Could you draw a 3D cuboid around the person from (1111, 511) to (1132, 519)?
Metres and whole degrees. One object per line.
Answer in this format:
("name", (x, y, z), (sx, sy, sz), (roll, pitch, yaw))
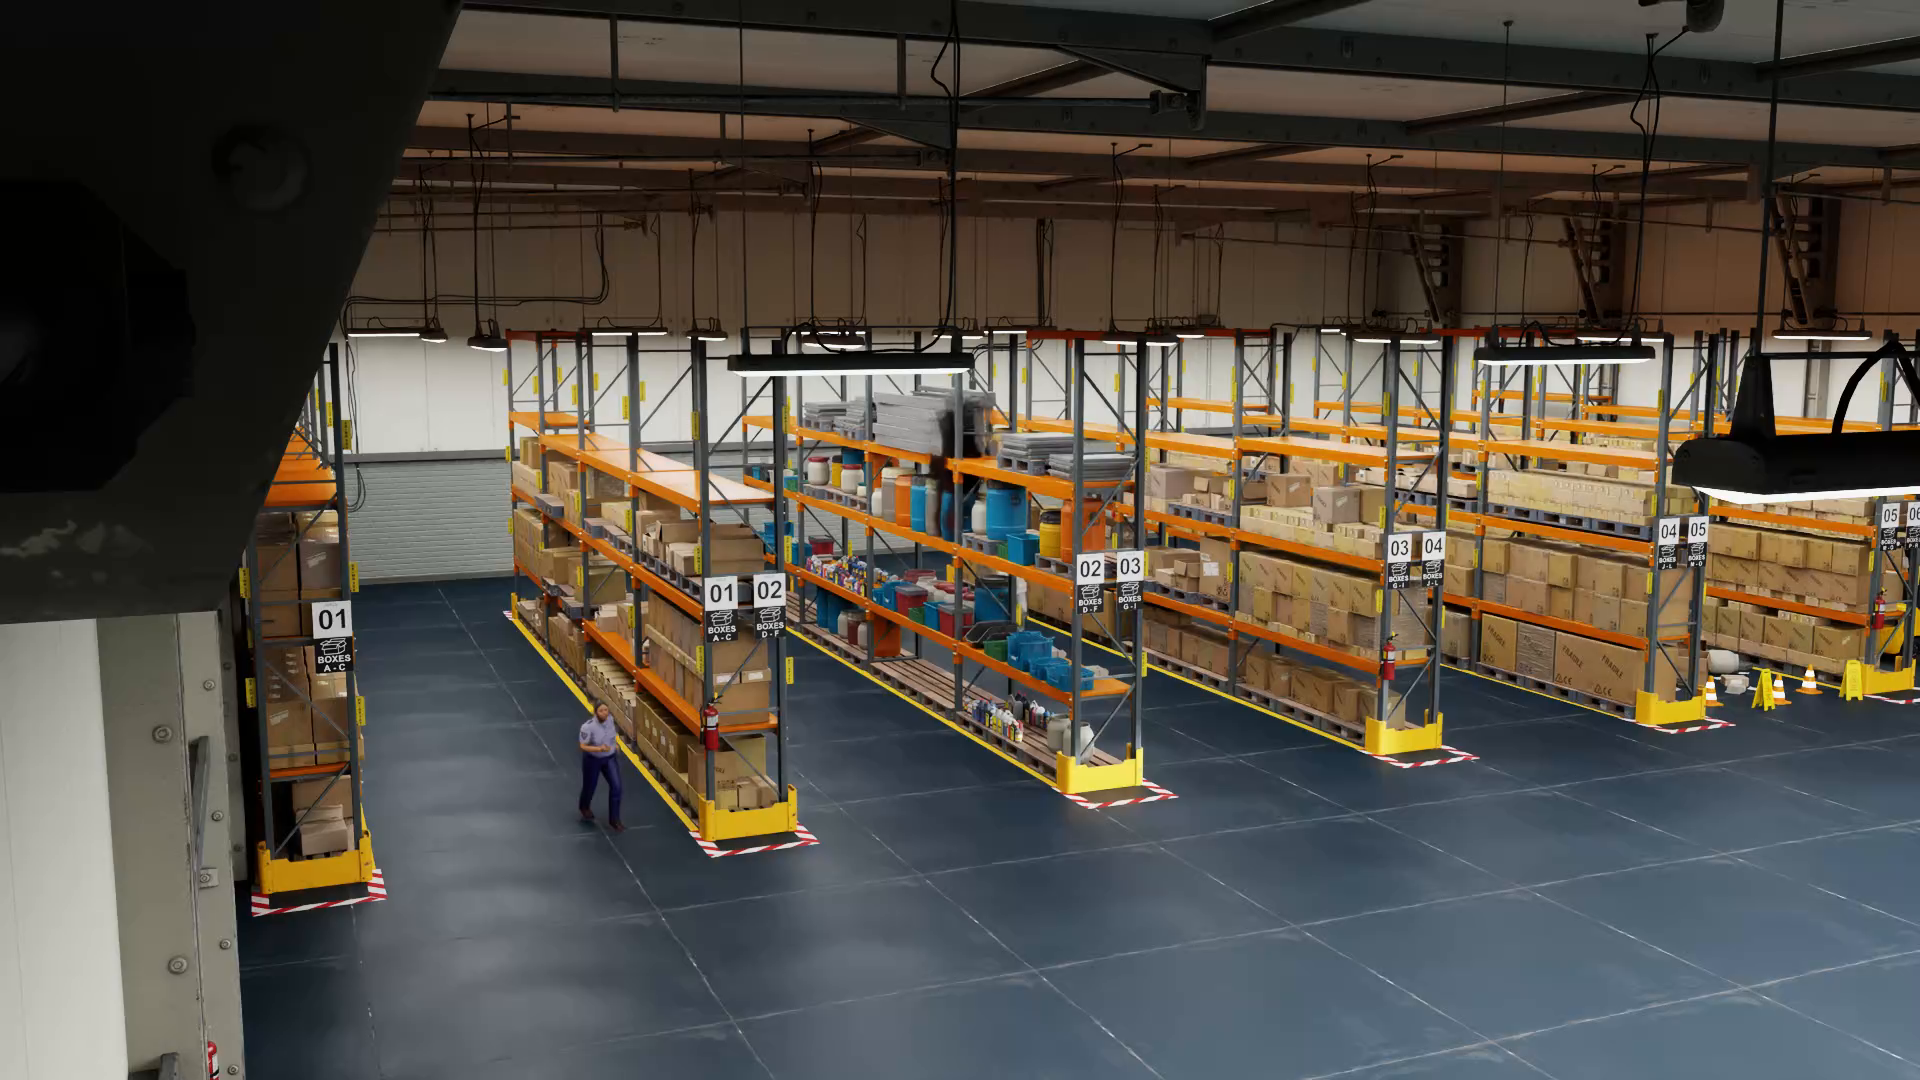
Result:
("person", (4.099, -0.322, 42.451), (0.662, 1.719, 0.968), (3, 9, 24))

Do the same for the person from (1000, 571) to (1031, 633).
("person", (1.091, 1.060, 32.408), (0.674, 1.811, 0.827), (-2, 8, -14))

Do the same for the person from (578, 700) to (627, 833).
("person", (-4.466, 2.754, 20.520), (0.604, 1.643, 0.940), (-6, 10, -36))

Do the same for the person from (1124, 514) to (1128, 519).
("person", (3.763, 0.220, 38.732), (0.662, 1.733, 0.595), (-3, 8, -20))
